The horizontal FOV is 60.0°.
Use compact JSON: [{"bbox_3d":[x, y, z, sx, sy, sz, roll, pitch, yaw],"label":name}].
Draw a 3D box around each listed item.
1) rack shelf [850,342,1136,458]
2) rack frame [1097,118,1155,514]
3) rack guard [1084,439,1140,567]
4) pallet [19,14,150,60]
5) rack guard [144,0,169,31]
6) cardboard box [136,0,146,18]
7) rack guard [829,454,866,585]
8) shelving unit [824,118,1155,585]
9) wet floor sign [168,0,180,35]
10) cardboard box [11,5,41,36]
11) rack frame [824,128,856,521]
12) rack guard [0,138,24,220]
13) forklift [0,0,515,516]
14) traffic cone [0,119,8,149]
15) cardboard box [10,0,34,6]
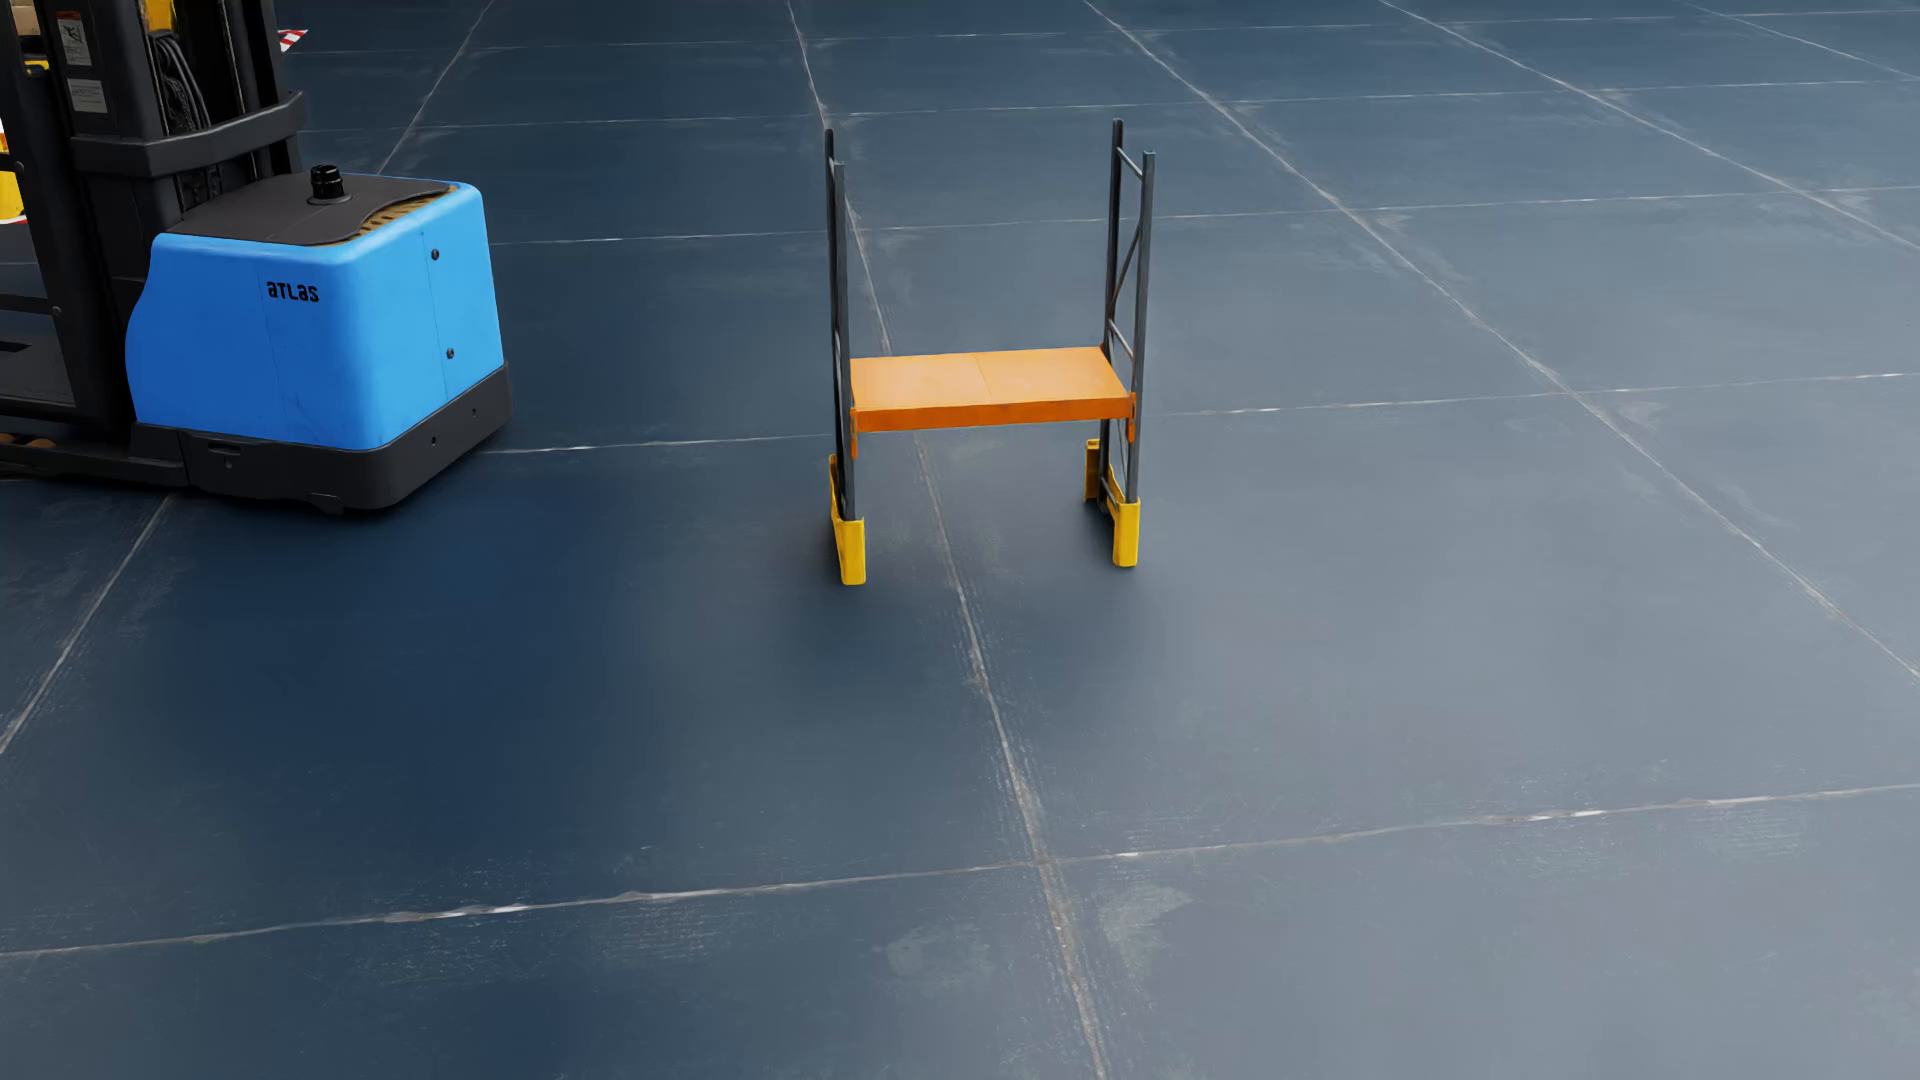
[{"bbox_3d":[0.084,-0.513,6.000,1.000,0.185,0.538,-4,27,-7],"label":"rack shelf"},{"bbox_3d":[0.588,-0.705,5.981,0.032,1.500,0.500,-4,27,-7],"label":"rack frame"},{"bbox_3d":[0.569,-0.148,6.264,0.087,0.250,0.587,-4,27,-7],"label":"rack guard"},{"bbox_3d":[-7.652,-4.465,14.720,1.213,0.211,1.003,-4,27,-7],"label":"pallet"},{"bbox_3d":[-6.842,-4.629,14.724,0.348,0.500,1.175,-4,27,-7],"label":"rack guard"},{"bbox_3d":[-7.604,-4.783,14.838,0.500,0.250,0.500,-4,27,-8],"label":"cardboard box"},{"bbox_3d":[-0.418,-0.084,6.141,0.087,0.250,0.587,-4,27,-7],"label":"rack guard"},{"bbox_3d":[0.075,-0.672,5.917,1.083,1.500,0.587,-4,27,-7],"label":"shelving unit"},{"bbox_3d":[-6.430,-4.227,13.781,0.232,0.644,0.267,6,28,11],"label":"wet floor sign"},{"bbox_3d":[-8.044,-4.507,14.300,0.500,0.250,0.500,-4,27,-7],"label":"cardboard box"},{"bbox_3d":[-0.419,-0.640,5.855,0.032,1.500,0.500,-4,27,-7],"label":"rack frame"},{"bbox_3d":[-5.953,-2.404,10.388,0.348,0.500,1.175,-4,27,-7],"label":"rack guard"},{"bbox_3d":[-3.487,-1.766,6.482,3.031,2.935,1.130,8,28,14],"label":"forklift"},{"bbox_3d":[-6.701,-2.994,11.579,0.334,0.463,0.336,-4,27,-7],"label":"traffic cone"},{"bbox_3d":[-8.040,-4.840,14.127,0.500,0.500,0.500,-3,27,-5],"label":"cardboard box"}]
